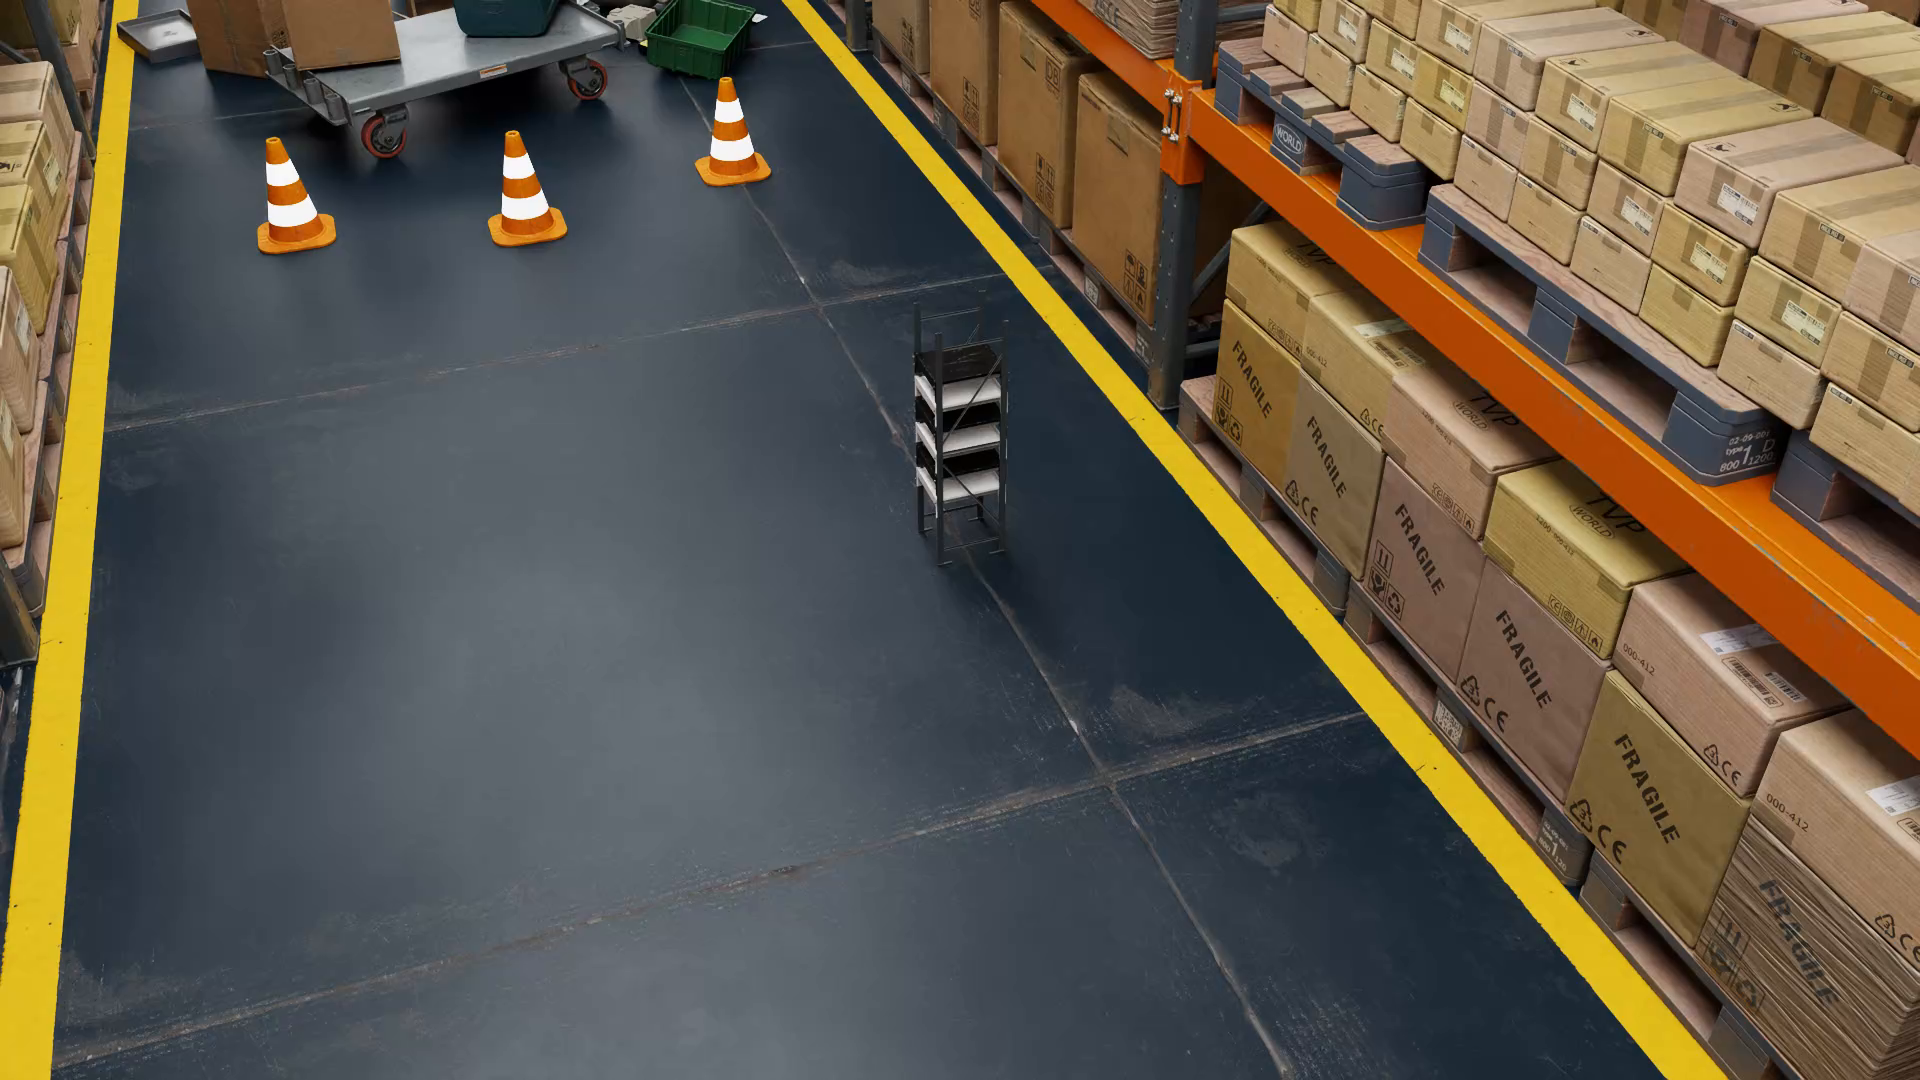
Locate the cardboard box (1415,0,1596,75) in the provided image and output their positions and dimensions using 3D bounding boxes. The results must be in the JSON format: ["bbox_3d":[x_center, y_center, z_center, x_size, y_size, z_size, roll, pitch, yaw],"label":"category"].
[{"bbox_3d":[1.462,-1.388,4.465,0.380,0.149,0.250,-14,39,-18],"label":"cardboard box"}]

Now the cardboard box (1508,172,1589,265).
[{"bbox_3d":[1.642,-0.849,4.243,0.380,0.149,0.250,-12,39,-15],"label":"cardboard box"}]

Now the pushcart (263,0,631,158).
[{"bbox_3d":[-2.647,-2.455,8.696,1.648,0.377,0.936,-27,45,-31],"label":"pushcart"}]

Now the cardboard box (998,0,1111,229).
[{"bbox_3d":[0.790,-1.949,7.366,1.050,0.750,0.750,-12,39,-15],"label":"cardboard box"}]

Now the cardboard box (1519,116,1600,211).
[{"bbox_3d":[1.641,-0.969,4.156,0.380,0.149,0.250,-13,39,-16],"label":"cardboard box"}]

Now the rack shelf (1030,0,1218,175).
[{"bbox_3d":[0.531,-2.667,7.396,1.077,0.370,4.000,-12,39,-16],"label":"rack shelf"}]

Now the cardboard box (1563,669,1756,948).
[{"bbox_3d":[1.928,0.610,4.176,0.500,0.500,0.500,-13,39,-17],"label":"cardboard box"}]

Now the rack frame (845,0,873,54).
[{"bbox_3d":[-0.157,-4.084,8.679,1.000,3.000,0.127,-12,39,-16],"label":"rack frame"}]

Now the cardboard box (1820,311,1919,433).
[{"bbox_3d":[2.001,-0.378,3.371,0.380,0.149,0.250,-14,39,-17],"label":"cardboard box"}]

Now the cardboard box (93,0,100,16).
[{"bbox_3d":[-5.099,-3.059,9.255,0.500,0.250,0.500,-13,39,-17],"label":"cardboard box"}]

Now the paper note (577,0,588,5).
[{"bbox_3d":[-2.343,-3.283,10.090,0.172,0.023,0.155,0,37,0],"label":"paper note"}]

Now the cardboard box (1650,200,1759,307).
[{"bbox_3d":[1.816,-0.679,3.771,0.380,0.149,0.250,-12,39,-16],"label":"cardboard box"}]

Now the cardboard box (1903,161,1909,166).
[{"bbox_3d":[2.436,-0.809,3.944,0.380,0.149,0.250,-13,39,-17],"label":"cardboard box"}]

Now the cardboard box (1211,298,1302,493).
[{"bbox_3d":[1.223,-0.541,5.704,0.500,0.500,0.500,-14,39,-18],"label":"cardboard box"}]

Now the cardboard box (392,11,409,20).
[{"bbox_3d":[-3.035,-2.815,9.266,0.396,0.266,0.258,19,41,23],"label":"cardboard box"}]

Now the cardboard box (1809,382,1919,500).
[{"bbox_3d":[2.013,-0.245,3.442,0.380,0.149,0.250,-14,39,-18],"label":"cardboard box"}]

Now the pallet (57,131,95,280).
[{"bbox_3d":[-4.501,-1.449,7.498,1.003,0.211,1.213,-12,39,-16],"label":"pallet"}]

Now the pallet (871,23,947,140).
[{"bbox_3d":[0.179,-2.550,8.960,1.003,0.211,1.213,-12,39,-16],"label":"pallet"}]

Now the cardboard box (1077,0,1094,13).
[{"bbox_3d":[0.642,-2.345,6.287,0.500,0.500,0.500,-12,39,-16],"label":"cardboard box"}]

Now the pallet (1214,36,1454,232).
[{"bbox_3d":[1.564,-1.367,5.232,1.213,0.211,1.003,-12,39,-16],"label":"pallet"}]

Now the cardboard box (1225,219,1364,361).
[{"bbox_3d":[1.229,-0.854,5.496,0.500,0.250,0.500,-14,39,-18],"label":"cardboard box"}]

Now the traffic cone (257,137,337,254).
[{"bbox_3d":[-3.029,-1.578,7.461,0.336,0.463,0.334,-12,39,-16],"label":"traffic cone"}]

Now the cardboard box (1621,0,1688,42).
[{"bbox_3d":[2.088,-1.507,4.623,0.380,0.149,0.250,-11,38,-15],"label":"cardboard box"}]

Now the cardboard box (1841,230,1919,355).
[{"bbox_3d":[2.003,-0.503,3.289,0.380,0.149,0.250,-13,39,-16],"label":"cardboard box"}]

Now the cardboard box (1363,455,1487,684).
[{"bbox_3d":[1.580,0.031,4.944,0.500,0.500,0.500,-13,39,-17],"label":"cardboard box"}]

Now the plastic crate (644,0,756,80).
[{"bbox_3d":[-1.447,-2.811,9.278,0.450,0.188,0.662,14,38,2],"label":"plastic crate"}]

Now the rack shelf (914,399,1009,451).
[{"bbox_3d":[0.003,-0.400,5.439,0.258,0.077,0.200,-12,39,-16],"label":"rack shelf"}]

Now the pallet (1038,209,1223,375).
[{"bbox_3d":[1.019,-1.172,7.130,1.003,0.211,1.213,-12,39,-16],"label":"pallet"}]

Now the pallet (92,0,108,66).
[{"bbox_3d":[-5.458,-2.951,9.492,1.003,0.211,1.213,-12,39,-16],"label":"pallet"}]

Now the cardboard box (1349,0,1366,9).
[{"bbox_3d":[1.291,-1.677,4.849,0.380,0.149,0.250,-13,39,-17],"label":"cardboard box"}]

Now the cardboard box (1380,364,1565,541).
[{"bbox_3d":[1.562,-0.285,4.741,0.500,0.250,0.500,-12,39,-16],"label":"cardboard box"}]

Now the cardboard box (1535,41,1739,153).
[{"bbox_3d":[1.650,-1.086,4.064,0.380,0.149,0.250,-11,38,-15],"label":"cardboard box"}]

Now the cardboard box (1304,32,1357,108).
[{"bbox_3d":[1.276,-1.446,5.036,0.380,0.149,0.250,-11,38,-14],"label":"cardboard box"}]

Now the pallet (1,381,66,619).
[{"bbox_3d":[-3.661,-0.071,5.668,1.003,0.211,1.213,-12,39,-16],"label":"pallet"}]

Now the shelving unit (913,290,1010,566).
[{"bbox_3d":[0.003,-0.355,5.473,0.258,0.900,0.210,-12,39,-16],"label":"shelving unit"}]

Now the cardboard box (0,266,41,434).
[{"bbox_3d":[-3.840,-0.597,5.885,0.950,0.372,0.625,-13,39,-17],"label":"cardboard box"}]

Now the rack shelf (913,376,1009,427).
[{"bbox_3d":[0.003,-0.472,5.385,0.258,0.077,0.200,-12,39,-16],"label":"rack shelf"}]

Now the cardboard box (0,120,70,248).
[{"bbox_3d":[-4.337,-1.419,6.976,0.950,0.372,0.625,-10,38,-13],"label":"cardboard box"}]

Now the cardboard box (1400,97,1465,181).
[{"bbox_3d":[1.463,-1.141,4.632,0.380,0.149,0.250,-11,38,-14],"label":"cardboard box"}]

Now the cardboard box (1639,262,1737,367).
[{"bbox_3d":[1.822,-0.551,3.848,0.380,0.149,0.250,-11,38,-14],"label":"cardboard box"}]

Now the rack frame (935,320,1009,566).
[{"bbox_3d":[0.038,-0.297,5.397,0.240,0.900,0.006,-12,39,-16],"label":"rack frame"}]

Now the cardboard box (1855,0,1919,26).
[{"bbox_3d":[5.257,-2.976,8.919,0.700,0.500,0.500,-9,38,-12],"label":"cardboard box"}]

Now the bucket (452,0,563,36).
[{"bbox_3d":[-2.369,-2.983,8.675,0.726,0.611,0.620,0,47,0],"label":"bucket"}]

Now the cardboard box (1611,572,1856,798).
[{"bbox_3d":[1.938,0.305,3.958,0.500,0.250,0.500,-11,38,-14],"label":"cardboard box"}]

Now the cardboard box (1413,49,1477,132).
[{"bbox_3d":[1.474,-1.251,4.530,0.380,0.149,0.250,-12,39,-16],"label":"cardboard box"}]

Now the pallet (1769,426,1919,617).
[{"bbox_3d":[2.469,0.050,3.350,1.003,0.211,1.213,-12,39,-16],"label":"pallet"}]

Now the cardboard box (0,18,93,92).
[{"bbox_3d":[-4.720,-2.461,8.460,0.500,0.250,0.500,-14,39,-18],"label":"cardboard box"}]

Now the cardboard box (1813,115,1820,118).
[{"bbox_3d":[2.263,-1.098,4.327,0.380,0.149,0.250,-11,38,-15],"label":"cardboard box"}]

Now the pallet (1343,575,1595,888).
[{"bbox_3d":[1.903,0.419,5.018,1.003,0.211,1.213,-12,39,-16],"label":"pallet"}]

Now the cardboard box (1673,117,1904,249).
[{"bbox_3d":[1.826,-0.793,3.675,0.380,0.149,0.250,-14,39,-18],"label":"cardboard box"}]

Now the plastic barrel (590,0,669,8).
[{"bbox_3d":[-1.988,-3.378,9.883,0.512,0.421,0.421,12,39,16],"label":"plastic barrel"}]

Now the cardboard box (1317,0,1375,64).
[{"bbox_3d":[1.292,-1.543,4.918,0.380,0.149,0.250,-11,38,-14],"label":"cardboard box"}]

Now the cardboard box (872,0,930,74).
[{"bbox_3d":[0.141,-3.021,8.789,1.050,0.750,0.750,-13,39,-16],"label":"cardboard box"}]

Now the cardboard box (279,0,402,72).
[{"bbox_3d":[-3.109,-2.692,8.279,0.500,0.500,0.500,-12,39,-16],"label":"cardboard box"}]

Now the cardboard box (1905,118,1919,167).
[{"bbox_3d":[2.446,-0.918,3.841,0.380,0.149,0.250,-11,38,-14],"label":"cardboard box"}]

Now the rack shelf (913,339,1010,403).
[{"bbox_3d":[0.003,-0.544,5.331,0.258,0.077,0.200,-12,39,-16],"label":"rack shelf"}]

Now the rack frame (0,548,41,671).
[{"bbox_3d":[-3.394,-0.743,4.243,1.000,3.000,0.127,-12,39,-16],"label":"rack frame"}]

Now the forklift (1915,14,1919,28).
[{"bbox_3d":[3.185,-1.470,5.266,1.130,2.935,3.031,-13,39,-16],"label":"forklift"}]

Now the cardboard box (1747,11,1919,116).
[{"bbox_3d":[2.261,-1.217,4.237,0.380,0.149,0.250,-11,38,-14],"label":"cardboard box"}]
